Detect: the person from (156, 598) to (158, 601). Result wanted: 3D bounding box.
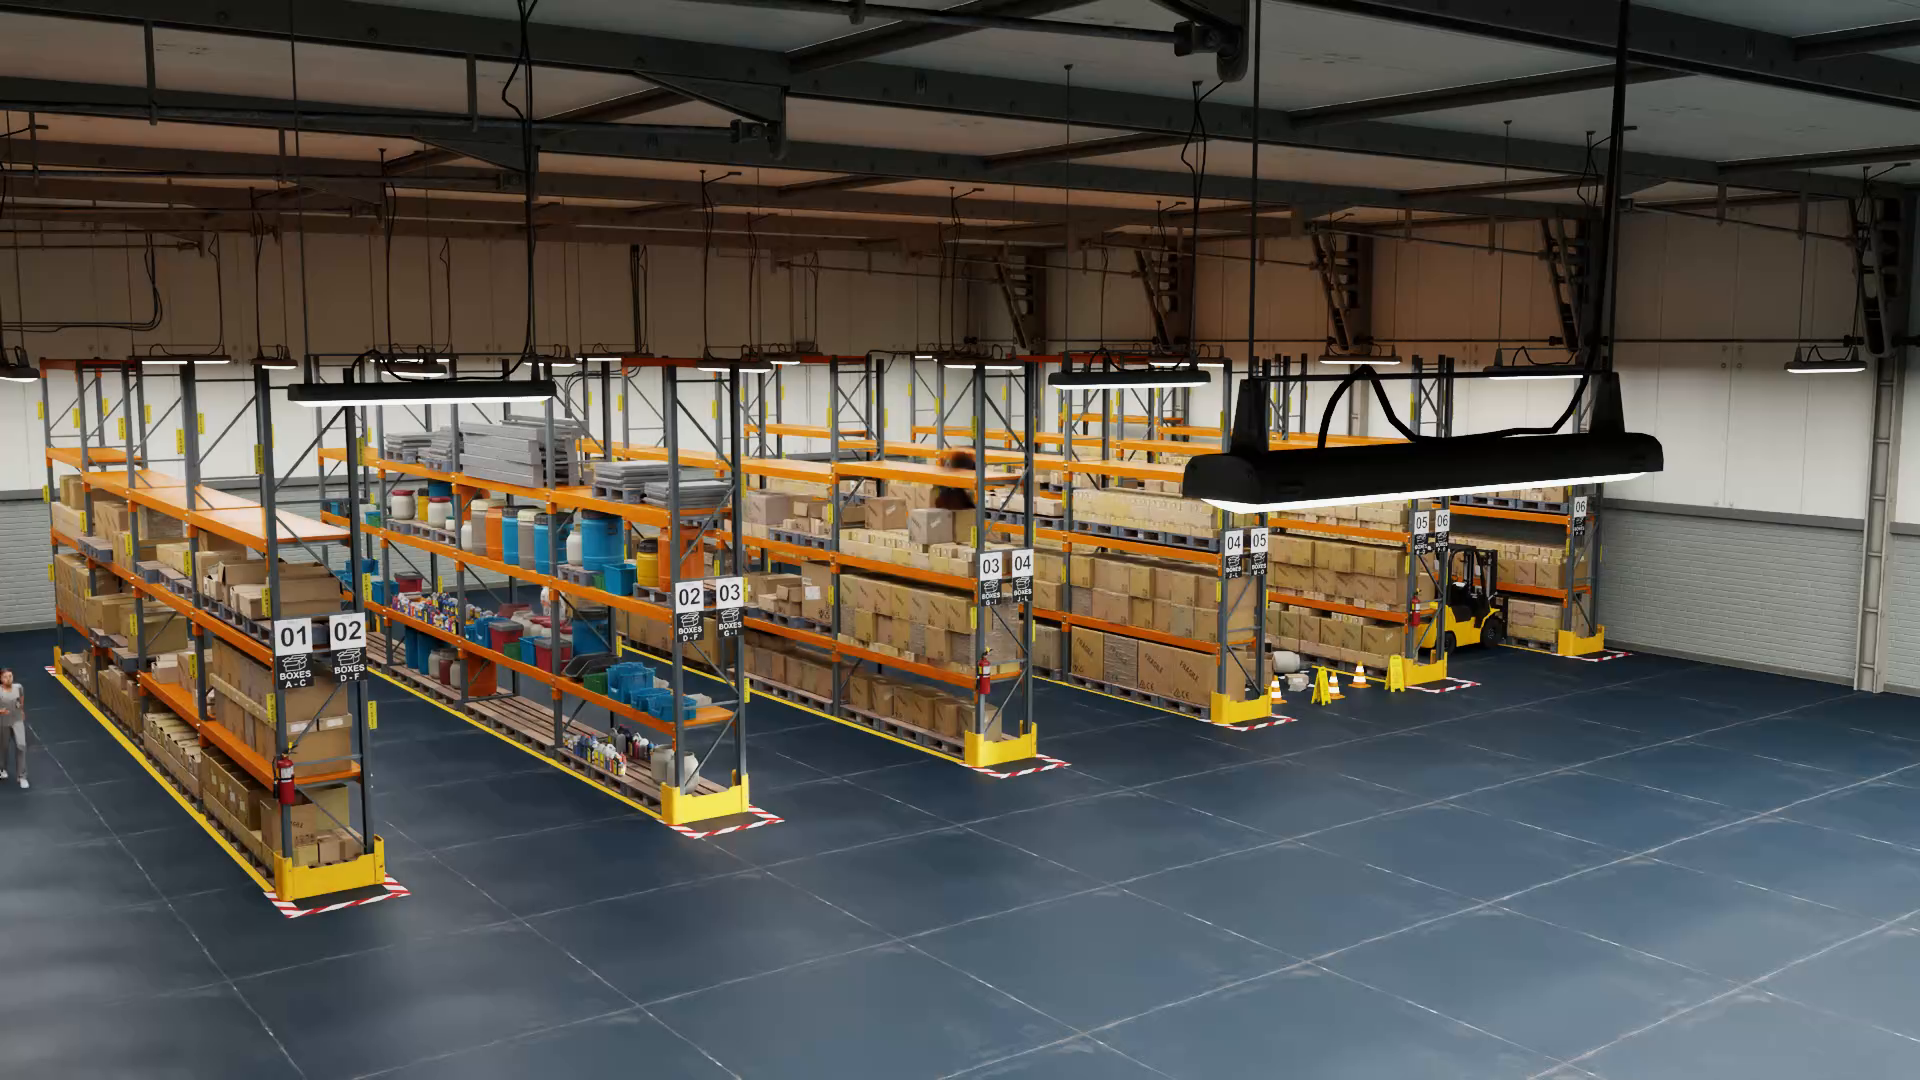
[{"bbox_3d":[-16.182,1.564,33.165,0.638,1.637,0.610,1,7,5],"label":"person"}]

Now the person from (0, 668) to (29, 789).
[{"bbox_3d":[-13.595,2.650,23.743,0.518,1.696,0.887,-6,9,-39],"label":"person"}]

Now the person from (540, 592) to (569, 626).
[{"bbox_3d":[-8.036,1.528,32.899,0.608,1.767,0.909,-6,9,-39],"label":"person"}]
